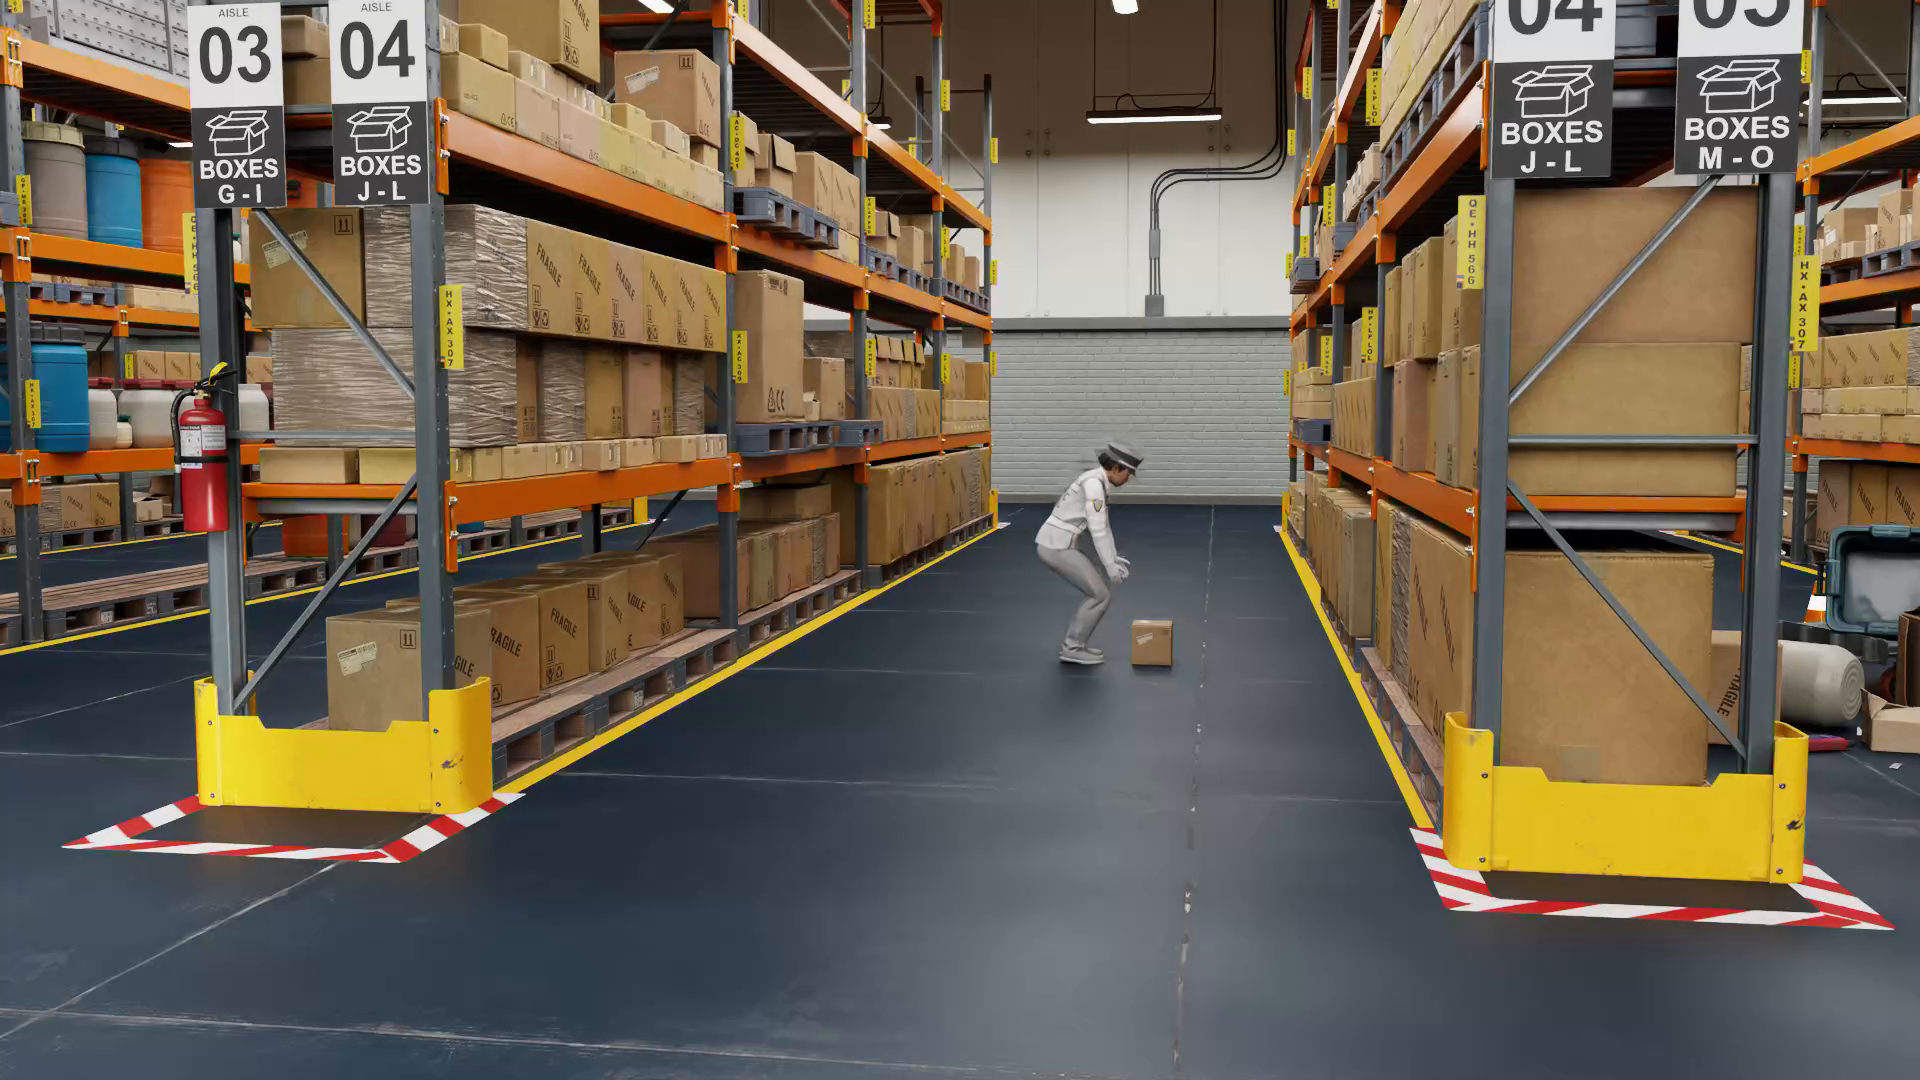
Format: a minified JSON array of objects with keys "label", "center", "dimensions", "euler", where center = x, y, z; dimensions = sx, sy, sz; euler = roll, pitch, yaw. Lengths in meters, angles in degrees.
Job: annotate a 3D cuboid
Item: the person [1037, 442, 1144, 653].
[{"label":"person","center":[0.833,0.043,10.614],"dimensions":[0.675,1.333,0.445],"euler":[1,5,9]}]
